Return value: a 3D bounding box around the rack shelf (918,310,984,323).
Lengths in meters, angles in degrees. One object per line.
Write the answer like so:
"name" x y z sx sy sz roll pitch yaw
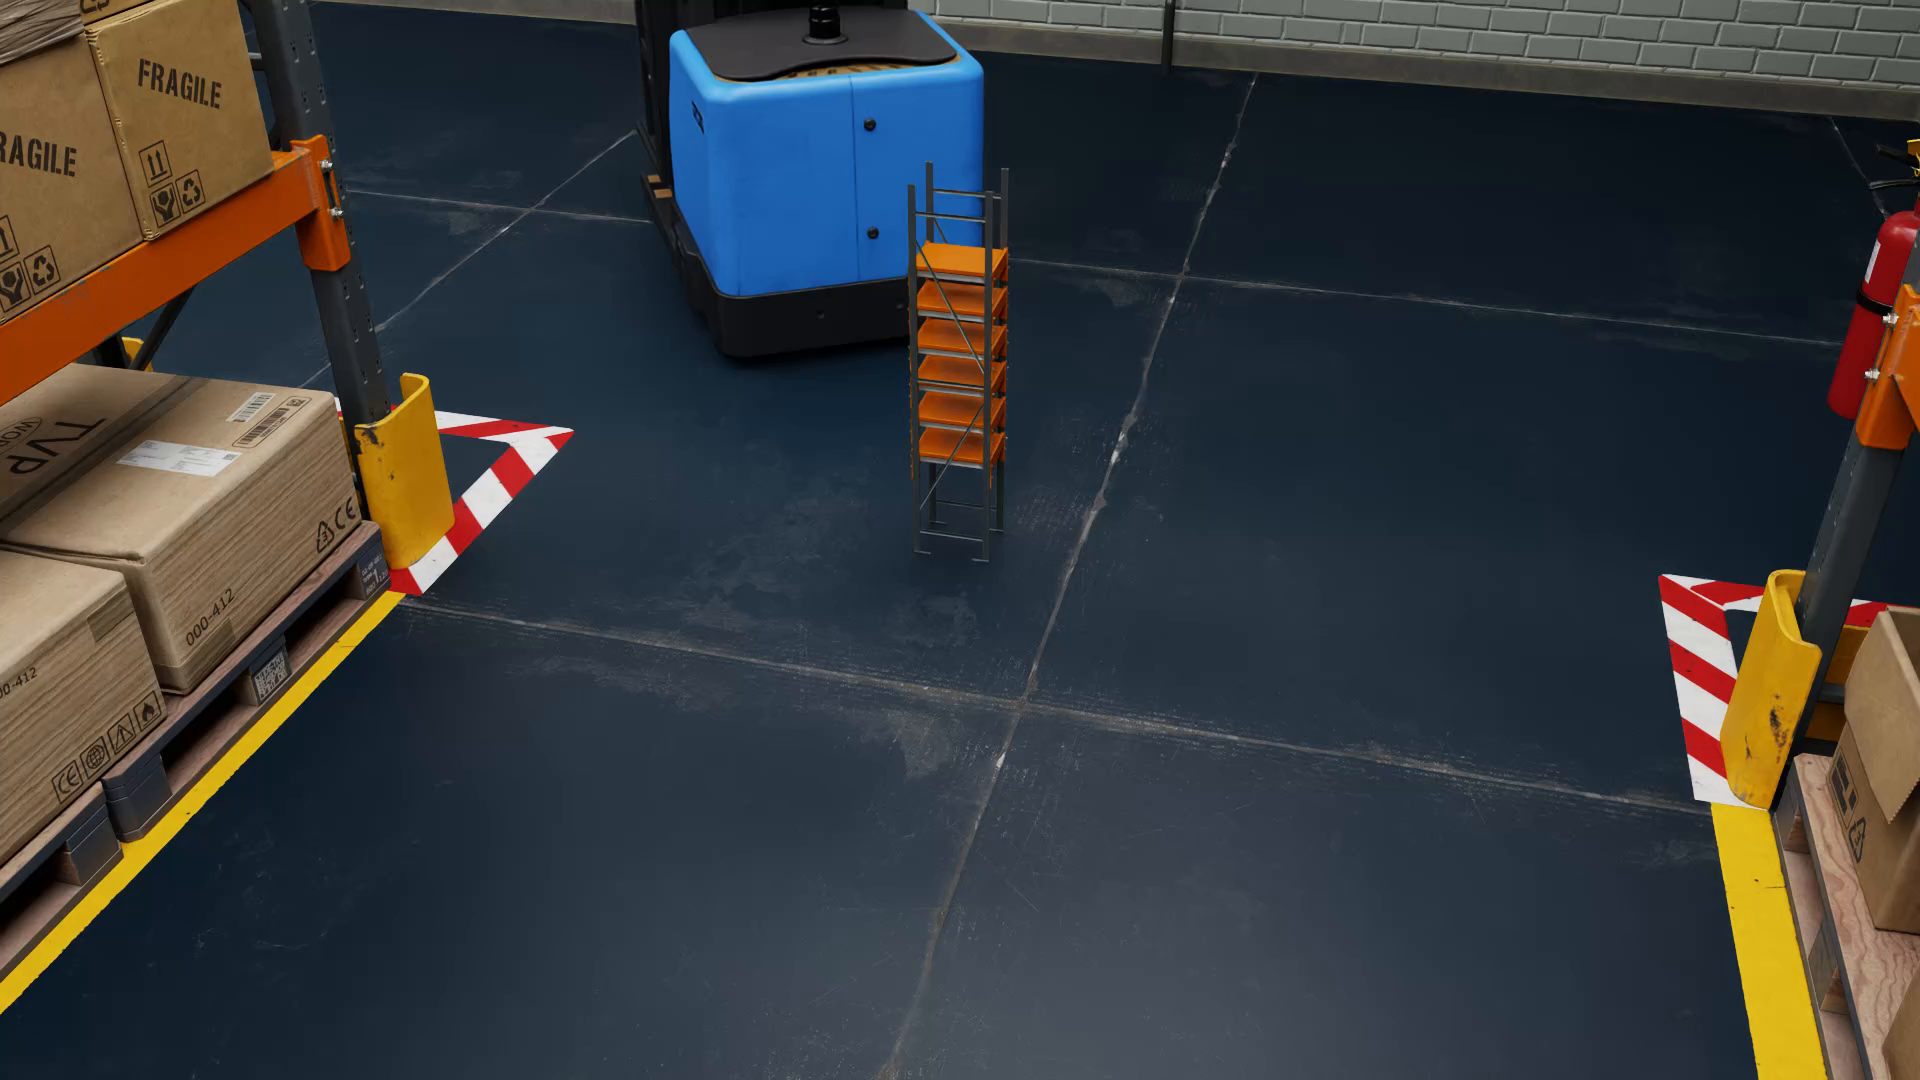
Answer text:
"rack shelf" -0.004 -0.681 4.801 0.199 0.020 0.166 8 33 12

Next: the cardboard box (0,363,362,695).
"cardboard box" -2.292 -0.062 4.548 0.875 0.438 0.875 7 33 11

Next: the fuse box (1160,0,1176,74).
"fuse box" 1.182 -3.346 8.918 0.539 1.711 0.414 8 33 12

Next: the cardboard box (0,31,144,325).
"cardboard box" -2.229 -0.819 3.650 0.500 0.500 0.500 7 33 11

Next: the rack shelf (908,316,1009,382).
"rack shelf" -0.004 -0.563 4.876 0.258 0.103 0.180 8 33 12

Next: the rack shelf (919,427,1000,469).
"rack shelf" -0.004 -0.282 5.054 0.221 0.034 0.171 8 33 12

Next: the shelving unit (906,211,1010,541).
"shelving unit" -0.004 -0.498 4.915 0.258 1.046 0.183 8 33 12

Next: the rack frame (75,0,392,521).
"rack frame" -2.221 -1.322 4.533 1.000 3.000 0.127 8 33 12

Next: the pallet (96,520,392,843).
"pallet" -2.348 0.280 4.612 1.003 0.211 1.213 8 33 12

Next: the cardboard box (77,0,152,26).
"cardboard box" -2.113 -1.503 3.794 0.500 0.500 0.500 9 34 14

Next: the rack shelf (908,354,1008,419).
"rack shelf" -0.004 -0.461 4.940 0.258 0.103 0.180 8 33 12

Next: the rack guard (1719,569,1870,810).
"rack guard" 2.562 0.446 4.082 1.175 0.500 0.348 8 33 12

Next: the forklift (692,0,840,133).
"forklift" -15.454 -4.880 4.538 29.450 9.000 10.285 -10 34 -15

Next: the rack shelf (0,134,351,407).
"rack shelf" -2.729 0.020 3.094 1.077 0.370 4.000 8 33 12

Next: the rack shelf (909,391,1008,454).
"rack shelf" -0.004 -0.360 5.005 0.258 0.103 0.180 8 33 12

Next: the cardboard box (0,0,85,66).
"cardboard box" -2.217 -1.228 3.361 0.500 0.500 0.500 8 33 13

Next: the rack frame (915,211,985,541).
"rack frame" -0.026 -0.451 4.841 0.228 1.046 0.002 8 33 12

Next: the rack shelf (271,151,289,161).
"rack shelf" -5.135 -2.371 2.261 5.869 4.714 3.910 8 33 12

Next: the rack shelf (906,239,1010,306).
"rack shelf" -0.004 -0.765 4.747 0.258 0.103 0.180 8 33 12

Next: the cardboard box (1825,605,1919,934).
"cardboard box" 2.334 0.533 3.552 0.797 0.503 0.637 7 33 10
